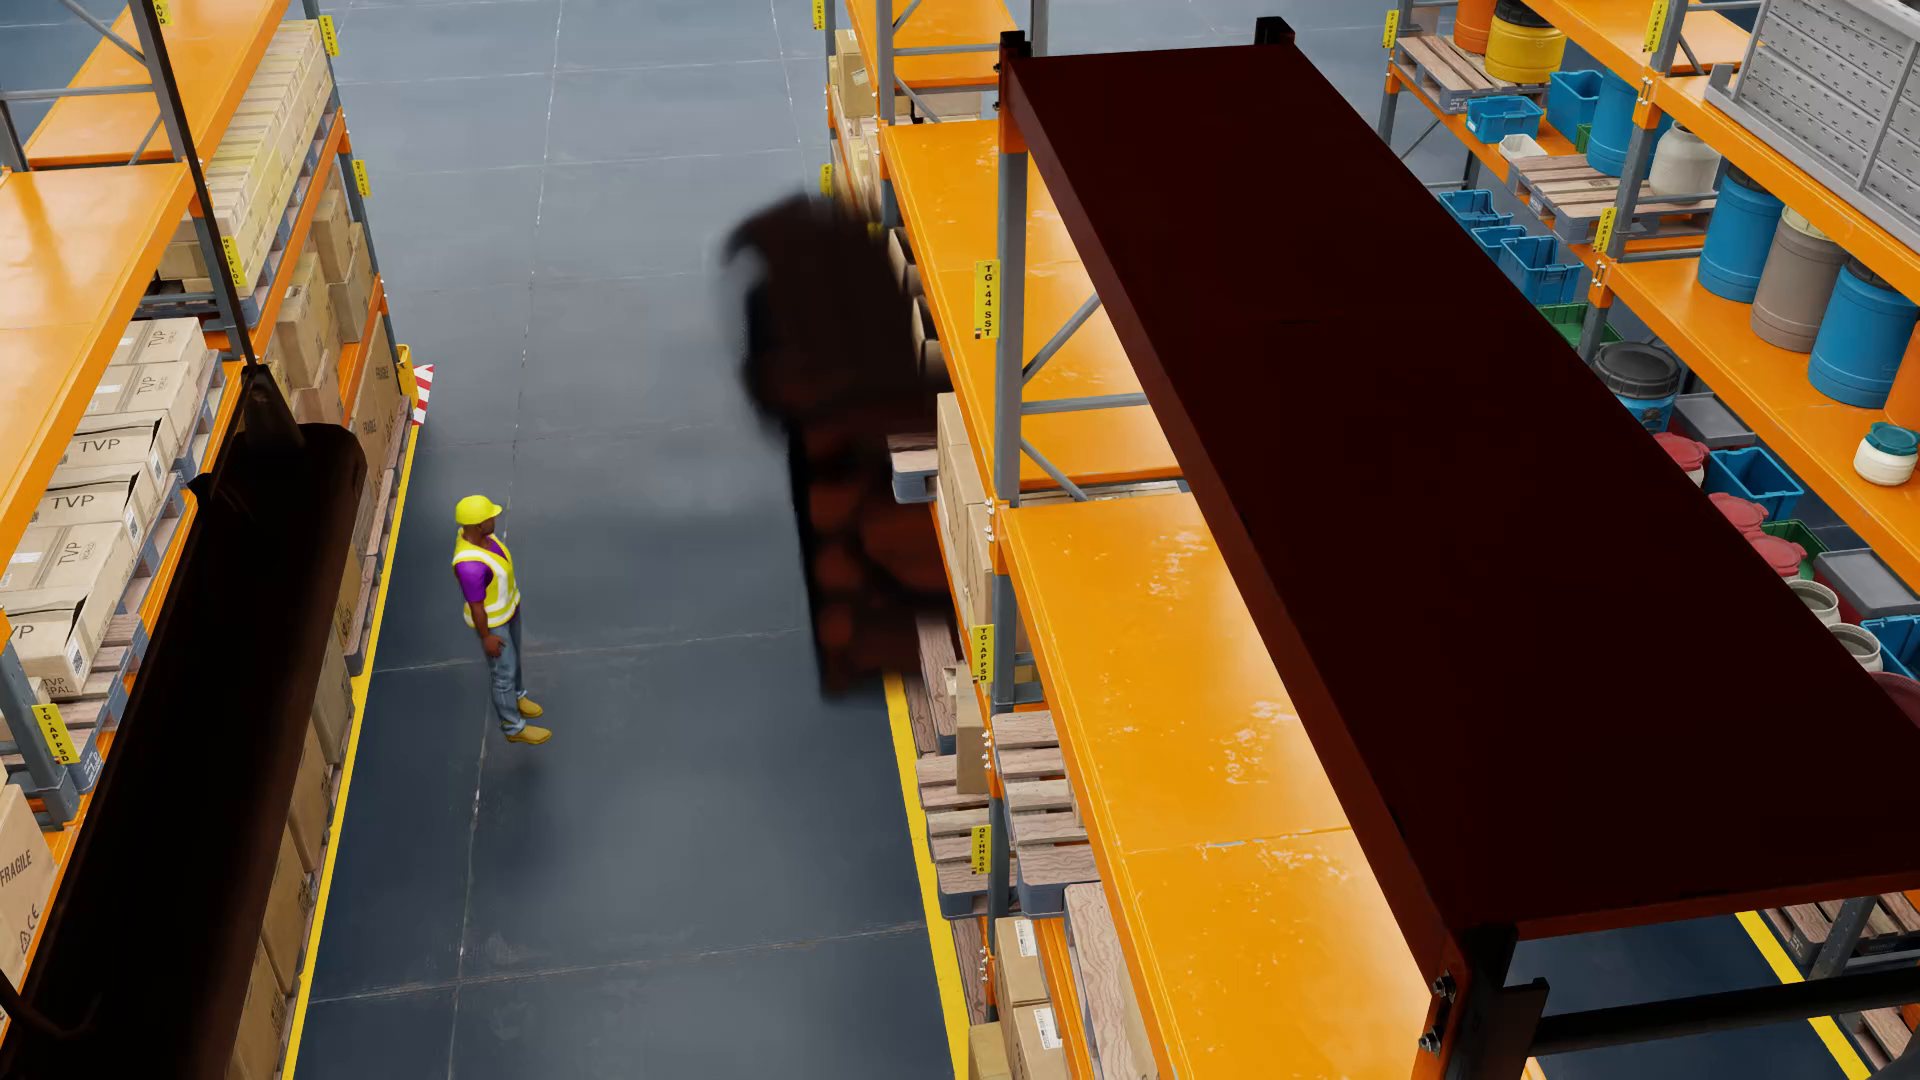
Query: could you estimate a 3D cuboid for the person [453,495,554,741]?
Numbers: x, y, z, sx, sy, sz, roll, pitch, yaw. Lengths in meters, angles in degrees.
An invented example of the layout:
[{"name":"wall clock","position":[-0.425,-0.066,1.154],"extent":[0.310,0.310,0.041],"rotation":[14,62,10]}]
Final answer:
[{"name":"person","position":[-2.980,0.476,10.804],"extent":[0.489,1.775,0.574],"rotation":[-3,36,-4]}]
